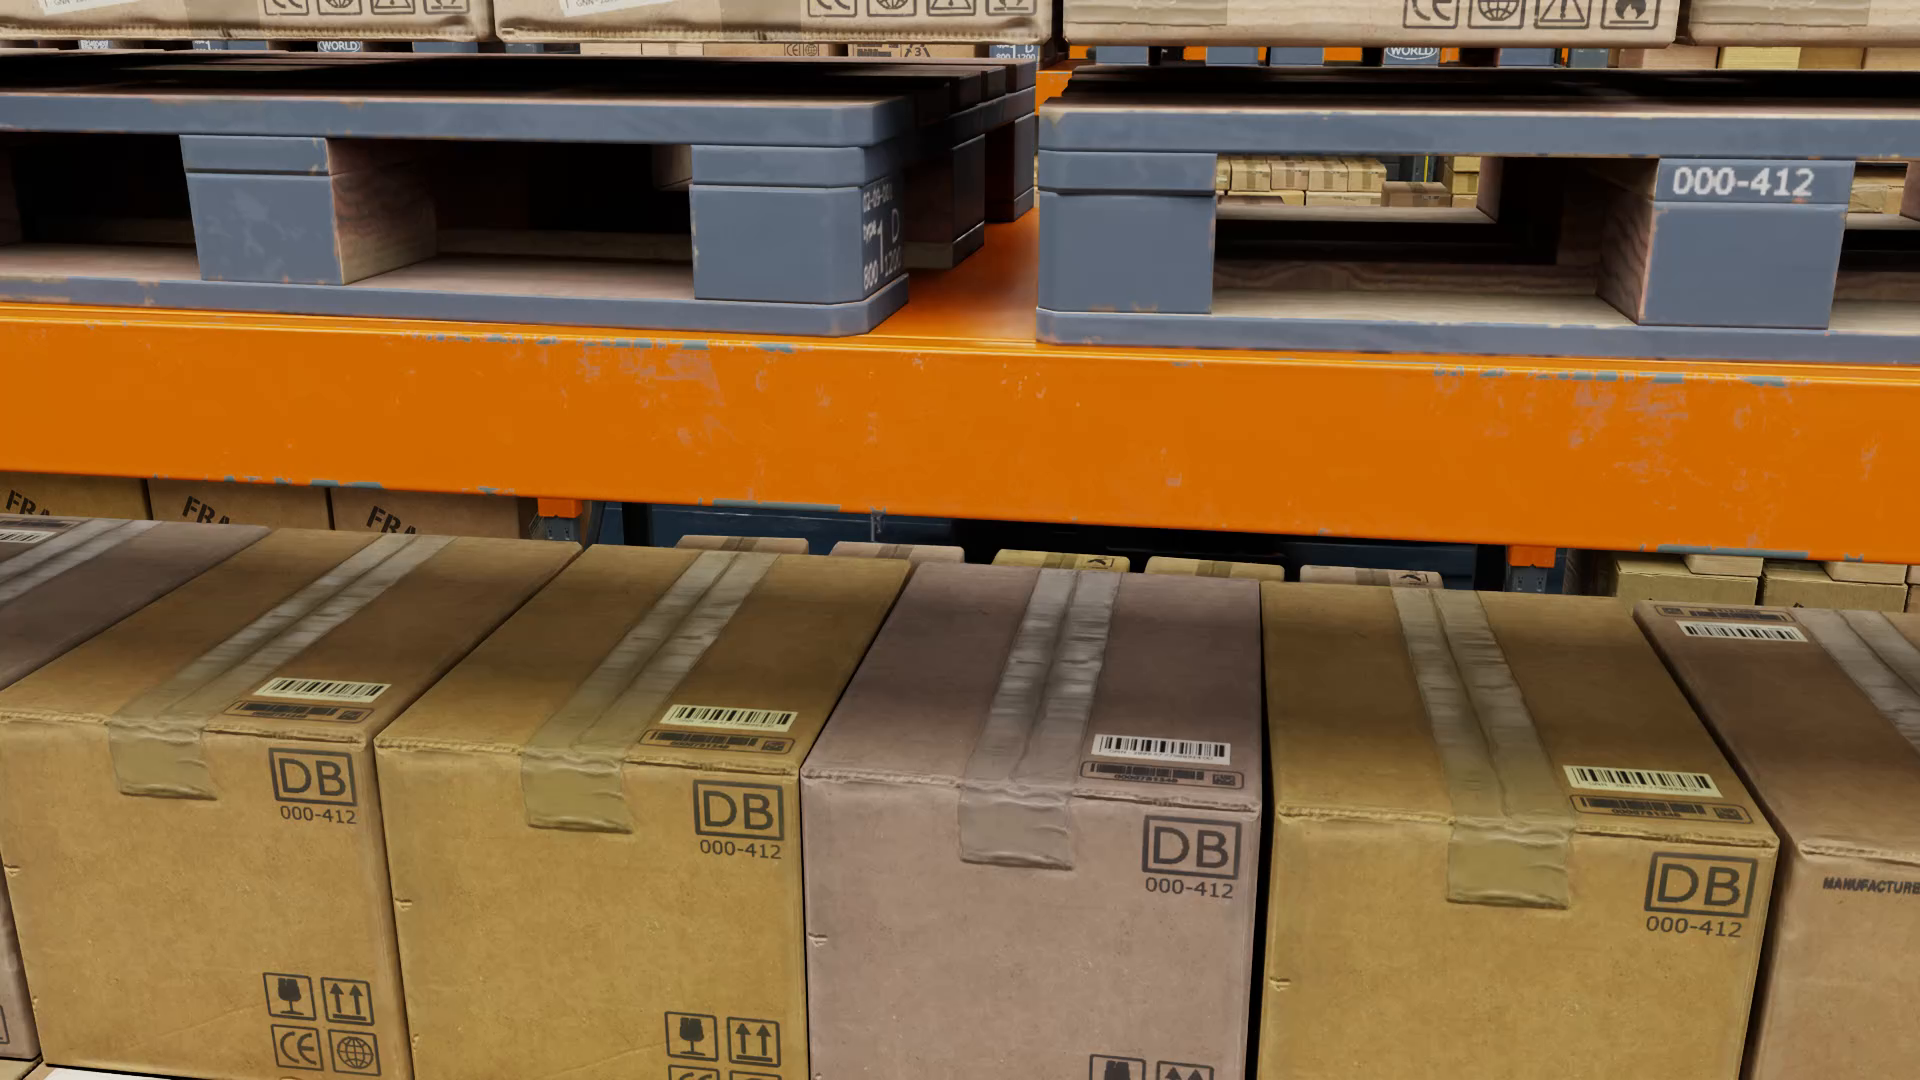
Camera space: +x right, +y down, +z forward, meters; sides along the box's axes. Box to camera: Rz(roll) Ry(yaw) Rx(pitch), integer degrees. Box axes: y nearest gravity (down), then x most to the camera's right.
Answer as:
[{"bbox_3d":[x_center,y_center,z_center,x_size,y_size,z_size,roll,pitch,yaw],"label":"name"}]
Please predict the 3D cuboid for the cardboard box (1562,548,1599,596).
[{"bbox_3d":[2.938,0.123,7.199,0.500,0.500,0.500,3,19,8],"label":"cardboard box"}]

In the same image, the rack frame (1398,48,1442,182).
[{"bbox_3d":[3.095,-2.127,11.434,0.127,3.000,1.000,3,19,9],"label":"rack frame"}]

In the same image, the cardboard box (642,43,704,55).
[{"bbox_3d":[-1.102,-2.050,6.688,0.258,0.266,0.396,3,19,9],"label":"cardboard box"}]

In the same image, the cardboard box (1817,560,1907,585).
[{"bbox_3d":[3.473,0.034,6.441,0.250,0.149,0.380,4,19,11],"label":"cardboard box"}]

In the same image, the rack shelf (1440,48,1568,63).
[{"bbox_3d":[5.070,-3.108,10.771,4.000,0.370,1.077,3,19,9],"label":"rack shelf"}]

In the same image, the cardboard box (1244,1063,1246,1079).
[{"bbox_3d":[0.569,0.968,2.024,0.500,0.500,0.500,3,19,8],"label":"cardboard box"}]

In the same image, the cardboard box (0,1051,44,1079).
[{"bbox_3d":[-1.421,0.867,2.327,0.500,0.500,0.500,3,19,8],"label":"cardboard box"}]

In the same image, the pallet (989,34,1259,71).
[{"bbox_3d":[0.694,-2.021,6.685,1.003,0.211,1.213,3,19,9],"label":"pallet"}]

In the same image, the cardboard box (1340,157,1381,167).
[{"bbox_3d":[2.782,-2.567,11.569,0.250,0.149,0.380,2,19,7],"label":"cardboard box"}]

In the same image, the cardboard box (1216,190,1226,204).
[{"bbox_3d":[1.557,-2.289,11.366,0.500,0.250,0.500,3,19,10],"label":"cardboard box"}]

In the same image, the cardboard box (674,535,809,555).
[{"bbox_3d":[-1.082,0.305,7.643,0.625,0.372,0.950,2,19,5],"label":"cardboard box"}]

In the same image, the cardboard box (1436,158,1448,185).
[{"bbox_3d":[3.453,-2.547,11.507,0.250,0.149,0.380,3,19,8],"label":"cardboard box"}]

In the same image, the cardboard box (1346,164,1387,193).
[{"bbox_3d":[2.722,-2.430,11.159,0.250,0.149,0.380,4,19,11],"label":"cardboard box"}]

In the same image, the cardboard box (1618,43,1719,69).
[{"bbox_3d":[2.583,-1.782,6.070,0.250,0.149,0.380,3,19,8],"label":"cardboard box"}]

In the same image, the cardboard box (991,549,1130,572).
[{"bbox_3d":[0.396,0.380,7.421,0.625,0.372,0.950,4,19,10],"label":"cardboard box"}]

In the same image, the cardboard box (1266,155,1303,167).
[{"bbox_3d":[2.279,-2.610,11.697,0.250,0.149,0.380,3,19,8],"label":"cardboard box"}]

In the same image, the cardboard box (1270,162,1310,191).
[{"bbox_3d":[2.232,-2.466,11.267,0.250,0.149,0.380,3,19,9],"label":"cardboard box"}]

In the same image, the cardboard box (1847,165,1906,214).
[{"bbox_3d":[3.212,-1.112,6.198,0.500,0.500,0.700,3,19,9],"label":"cardboard box"}]

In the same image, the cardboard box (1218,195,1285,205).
[{"bbox_3d":[1.137,-1.250,6.503,0.250,0.149,0.380,2,19,7],"label":"cardboard box"}]

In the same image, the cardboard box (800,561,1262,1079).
[{"bbox_3d":[0.128,0.388,2.182,0.500,0.500,0.700,3,19,9],"label":"cardboard box"}]

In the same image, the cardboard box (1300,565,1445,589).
[{"bbox_3d":[1.793,0.449,7.213,0.625,0.372,0.950,3,19,9],"label":"cardboard box"}]

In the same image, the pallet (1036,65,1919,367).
[{"bbox_3d":[0.713,-0.379,1.782,1.217,0.209,0.805,2,19,6],"label":"pallet"}]

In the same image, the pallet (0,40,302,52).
[{"bbox_3d":[-3.387,-2.178,7.154,1.213,0.211,1.003,4,19,11],"label":"pallet"}]

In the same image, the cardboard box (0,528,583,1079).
[{"bbox_3d":[-0.875,0.337,2.336,0.500,0.500,0.700,3,19,8],"label":"cardboard box"}]

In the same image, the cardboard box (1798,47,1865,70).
[{"bbox_3d":[3.092,-1.774,6.048,0.250,0.149,0.380,3,19,9],"label":"cardboard box"}]

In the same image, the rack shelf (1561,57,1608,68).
[{"bbox_3d":[4.286,-1.553,6.123,4.000,0.370,1.077,3,19,9],"label":"rack shelf"}]

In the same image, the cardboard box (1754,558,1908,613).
[{"bbox_3d":[3.381,0.315,6.625,0.500,0.500,0.500,4,19,11],"label":"cardboard box"}]

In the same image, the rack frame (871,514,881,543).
[{"bbox_3d":[-0.498,-0.588,9.669,0.015,1.200,0.240,2,19,6],"label":"rack frame"}]

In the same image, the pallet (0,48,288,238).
[{"bbox_3d":[-1.679,-0.535,2.244,1.003,0.211,1.213,4,19,11],"label":"pallet"}]

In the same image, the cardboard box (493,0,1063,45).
[{"bbox_3d":[-0.140,-0.662,1.649,0.500,0.311,0.500,2,19,7],"label":"cardboard box"}]

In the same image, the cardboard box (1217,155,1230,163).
[{"bbox_3d":[1.782,-2.637,11.777,0.250,0.149,0.380,3,19,9],"label":"cardboard box"}]

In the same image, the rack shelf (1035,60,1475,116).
[{"bbox_3d":[0.337,-1.754,6.725,4.000,0.370,1.077,3,19,9],"label":"rack shelf"}]

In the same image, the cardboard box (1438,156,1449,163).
[{"bbox_3d":[3.458,-2.702,11.503,0.250,0.149,0.380,3,19,9],"label":"cardboard box"}]

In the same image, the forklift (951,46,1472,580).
[{"bbox_3d":[1.506,-1.334,9.170,3.031,2.935,1.130,2,19,6],"label":"forklift"}]

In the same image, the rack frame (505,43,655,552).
[{"bbox_3d":[-1.638,-0.773,7.387,0.127,3.000,1.000,3,19,9],"label":"rack frame"}]

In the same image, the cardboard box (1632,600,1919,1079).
[{"bbox_3d":[1.135,0.439,2.030,0.500,0.500,0.700,3,19,8],"label":"cardboard box"}]

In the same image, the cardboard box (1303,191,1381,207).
[{"bbox_3d":[2.570,-2.238,11.213,0.500,0.250,0.500,3,19,7],"label":"cardboard box"}]

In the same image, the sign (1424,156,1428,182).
[{"bbox_3d":[3.018,-2.468,10.753,0.005,0.325,0.100,3,19,9],"label":"sign"}]

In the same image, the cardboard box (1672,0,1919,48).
[{"bbox_3d":[0.903,-0.600,1.558,0.500,0.250,0.500,3,19,9],"label":"cardboard box"}]

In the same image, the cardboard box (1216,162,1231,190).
[{"bbox_3d":[1.702,-2.471,11.280,0.250,0.149,0.380,2,19,7],"label":"cardboard box"}]

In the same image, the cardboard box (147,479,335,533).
[{"bbox_3d":[-3.187,-0.072,7.978,0.875,0.875,0.875,3,19,9],"label":"cardboard box"}]

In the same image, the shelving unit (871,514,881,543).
[{"bbox_3d":[-0.255,-0.579,9.642,0.503,1.200,0.258,2,19,6],"label":"shelving unit"}]

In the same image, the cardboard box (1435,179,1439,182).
[{"bbox_3d":[3.581,-2.237,11.604,0.500,0.500,0.500,3,19,8],"label":"cardboard box"}]

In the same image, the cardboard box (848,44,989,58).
[{"bbox_3d":[-0.128,-2.177,6.692,0.637,0.503,0.797,3,19,9],"label":"cardboard box"}]

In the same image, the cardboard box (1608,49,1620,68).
[{"bbox_3d":[2.672,-1.955,6.588,0.250,0.149,0.380,3,19,9],"label":"cardboard box"}]
